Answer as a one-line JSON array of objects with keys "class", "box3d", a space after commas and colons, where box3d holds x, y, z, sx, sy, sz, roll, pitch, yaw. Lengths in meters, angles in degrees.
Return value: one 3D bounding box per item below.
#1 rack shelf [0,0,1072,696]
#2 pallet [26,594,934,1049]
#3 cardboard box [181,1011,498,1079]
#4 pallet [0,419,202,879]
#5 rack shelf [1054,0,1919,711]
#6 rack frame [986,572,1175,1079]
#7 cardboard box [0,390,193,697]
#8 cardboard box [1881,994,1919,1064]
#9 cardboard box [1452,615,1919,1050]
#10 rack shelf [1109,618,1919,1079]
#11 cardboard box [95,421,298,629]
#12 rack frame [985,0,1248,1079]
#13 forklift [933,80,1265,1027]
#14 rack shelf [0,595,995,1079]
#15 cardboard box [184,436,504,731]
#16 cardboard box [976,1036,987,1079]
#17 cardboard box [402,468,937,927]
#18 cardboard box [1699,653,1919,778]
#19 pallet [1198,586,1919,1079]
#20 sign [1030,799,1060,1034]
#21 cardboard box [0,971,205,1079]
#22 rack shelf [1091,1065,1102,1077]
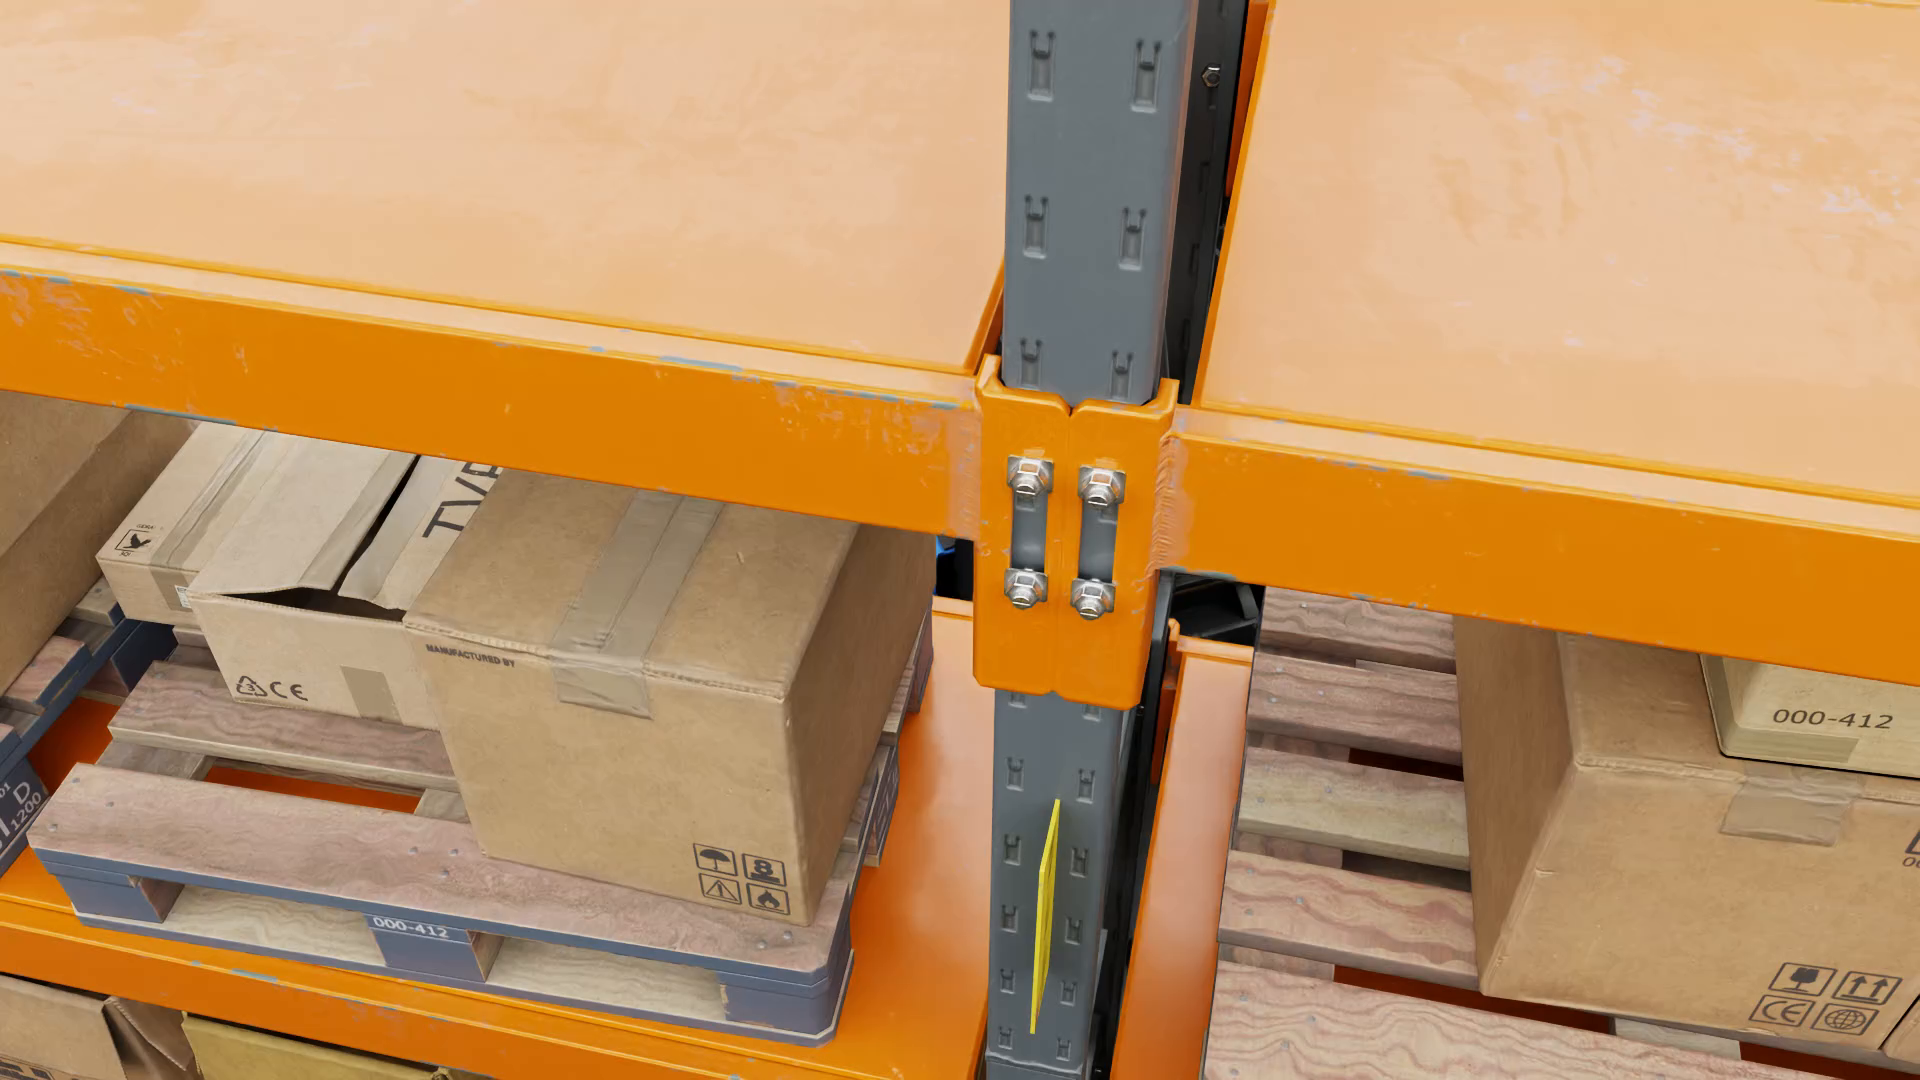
[{"class": "rack shelf", "box3d": [-1.748, -0.628, 2.180, 4.000, 0.370, 1.077, 9, 45, 9]}, {"class": "pallet", "box3d": [-0.702, 0.316, 2.694, 1.217, 0.209, 0.805, 7, 44, 7]}, {"class": "cardboard box", "box3d": [-1.089, 0.833, 3.386, 0.637, 0.503, 0.797, 9, 45, 10]}, {"class": "pallet", "box3d": [-1.968, 0.044, 2.975, 1.213, 0.211, 1.003, 11, 45, 11]}, {"class": "rack shelf", "box3d": [2.155, -0.022, 1.551, 4.000, 0.370, 1.077, 9, 45, 9]}, {"class": "rack frame", "box3d": [0.204, 1.433, 3.558, 0.127, 3.000, 1.000, 9, 45, 9]}, {"class": "cardboard box", "box3d": [-1.702, -0.147, 2.659, 0.637, 0.503, 0.797, 8, 45, 8]}, {"class": "cardboard box", "box3d": [1.504, 0.291, 2.134, 0.500, 0.500, 0.700, 11, 45, 11]}, {"class": "cardboard box", "box3d": [0.980, 0.207, 2.222, 0.500, 0.500, 0.700, 6, 44, 7]}, {"class": "rack shelf", "box3d": [2.155, 0.915, 2.453, 4.000, 0.370, 1.077, 9, 45, 9]}, {"class": "cardboard box", "box3d": [-1.217, -0.035, 2.799, 0.250, 0.149, 0.380, 7, 44, 7]}, {"class": "rack frame", "box3d": [0.204, -0.728, 1.478, 0.127, 3.000, 1.000, 9, 45, 9]}, {"class": "forklift", "box3d": [0.613, 0.117, 4.975, 1.130, 2.935, 3.031, -14, 46, -14]}, {"class": "rack shelf", "box3d": [-1.748, 0.309, 3.082, 4.000, 0.370, 1.077, 9, 45, 9]}, {"class": "cardboard box", "box3d": [-0.847, 0.006, 2.639, 0.500, 0.311, 0.500, 7, 44, 8]}, {"class": "cardboard box", "box3d": [-0.191, 1.158, 3.771, 0.500, 0.500, 0.500, 9, 45, 9]}, {"class": "cardboard box", "box3d": [-0.365, 0.084, 2.422, 0.500, 0.500, 0.700, 10, 45, 10]}, {"class": "cardboard box", "box3d": [1.120, 0.006, 1.890, 0.500, 0.250, 0.500, 6, 44, 6]}, {"class": "pallet", "box3d": [1.000, 0.515, 2.413, 1.213, 0.211, 1.003, 9, 45, 9]}, {"class": "sign", "box3d": [0.095, 0.422, 1.846, 0.005, 0.325, 0.100, 9, 45, 9]}, {"class": "cardboard box", "box3d": [-1.699, 0.749, 3.473, 0.637, 0.503, 0.797, 10, 45, 10]}, {"class": "rack shelf", "box3d": [2.155, 1.995, 3.493, 4.000, 0.370, 1.077, 9, 45, 9]}]
